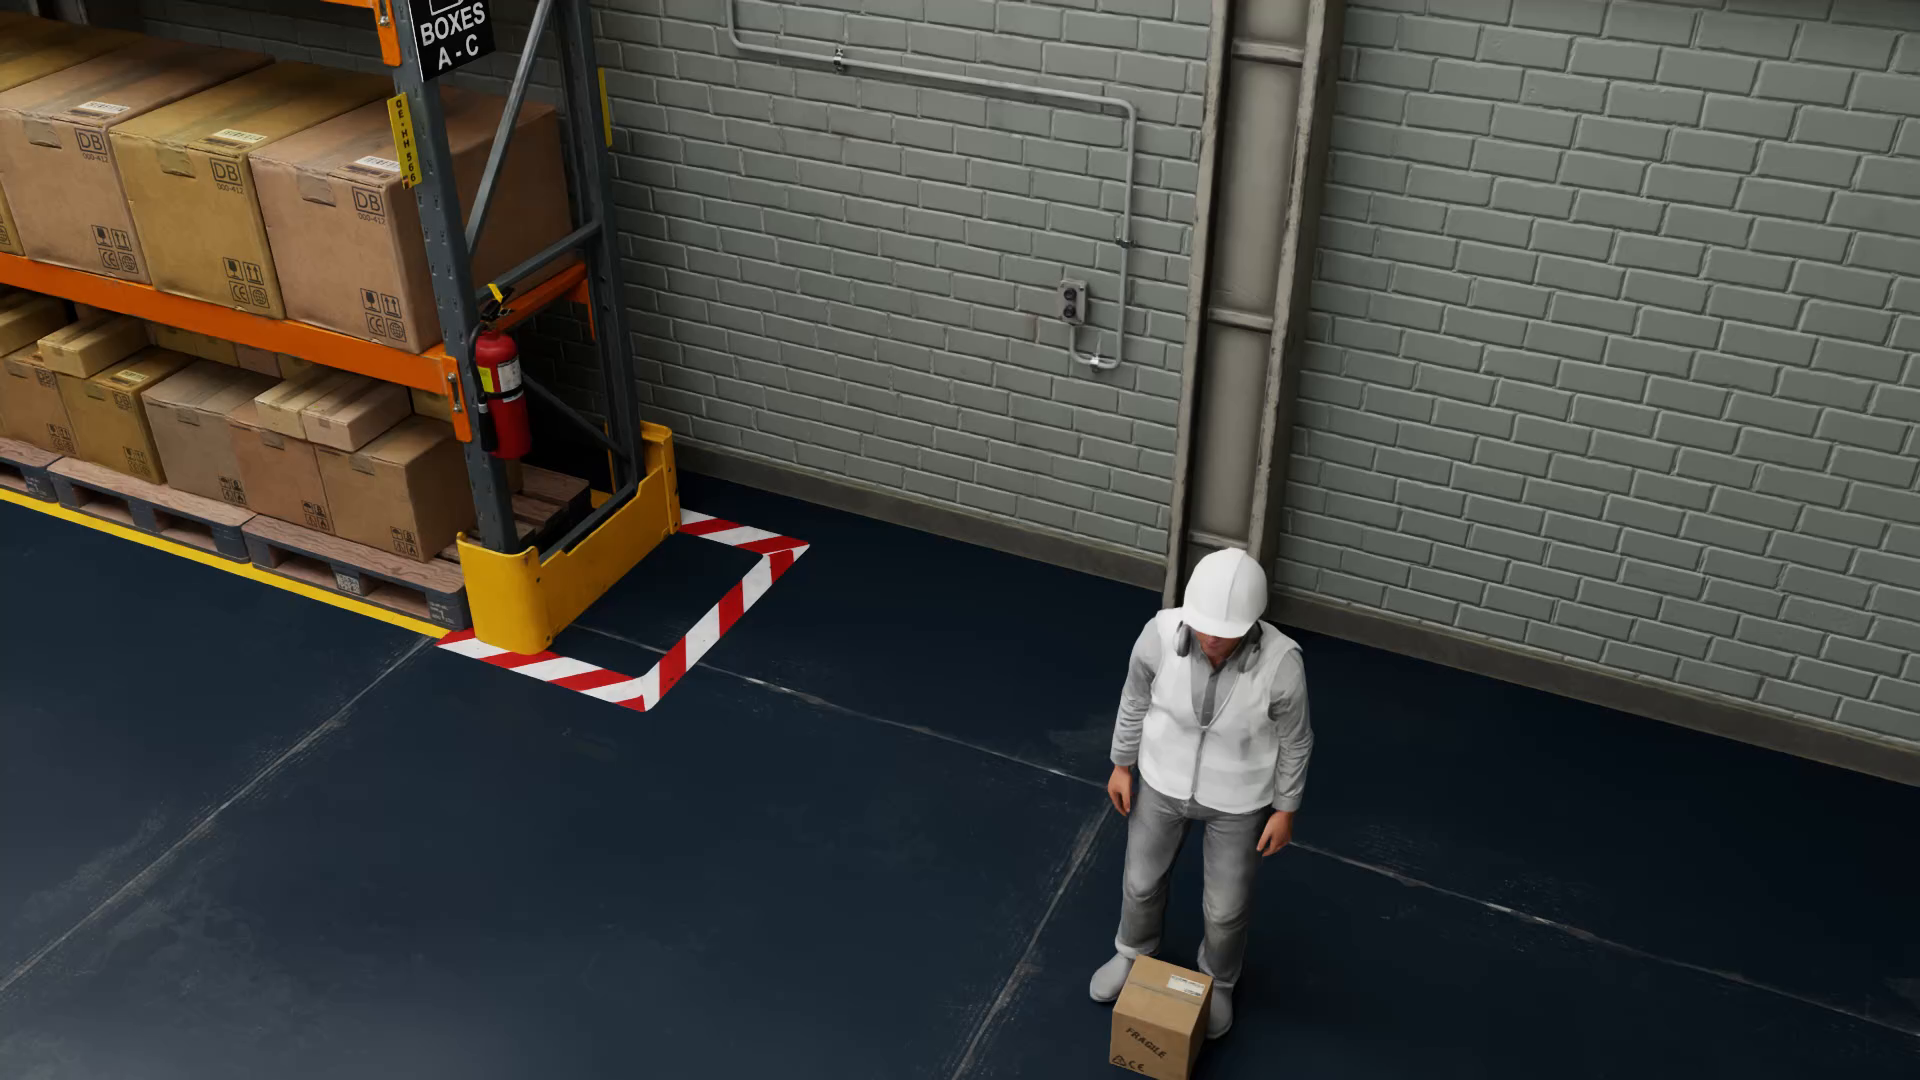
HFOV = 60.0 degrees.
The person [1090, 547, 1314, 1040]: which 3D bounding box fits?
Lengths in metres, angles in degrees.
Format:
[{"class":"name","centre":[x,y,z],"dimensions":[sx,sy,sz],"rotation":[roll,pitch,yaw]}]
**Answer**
[{"class":"person","centre":[0.733,0.744,4.991],"dimensions":[0.586,1.771,0.466],"rotation":[14,36,20]}]
